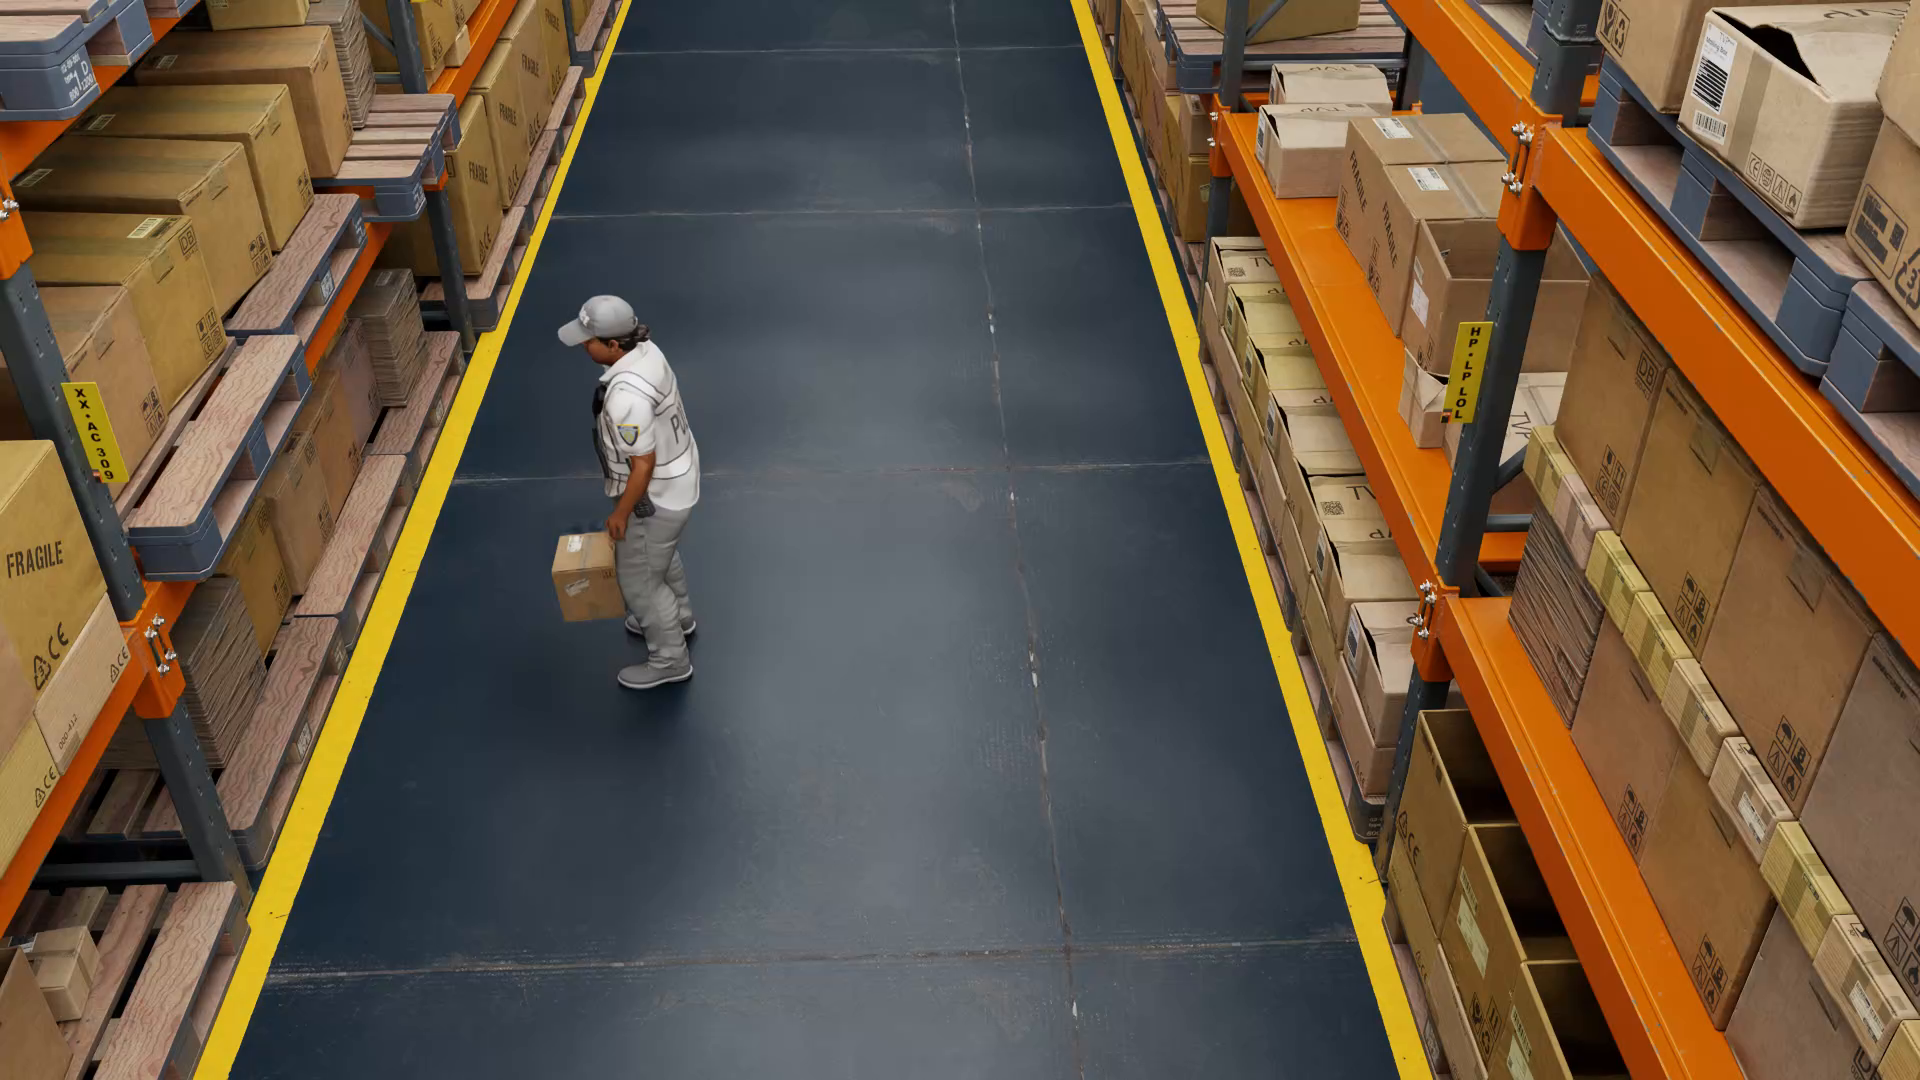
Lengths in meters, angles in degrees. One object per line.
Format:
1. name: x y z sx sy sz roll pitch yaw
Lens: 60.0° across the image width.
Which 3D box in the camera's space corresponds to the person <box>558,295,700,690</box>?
1. person: -1.224 -0.198 6.416 0.443 1.669 0.528 -2 36 -3
